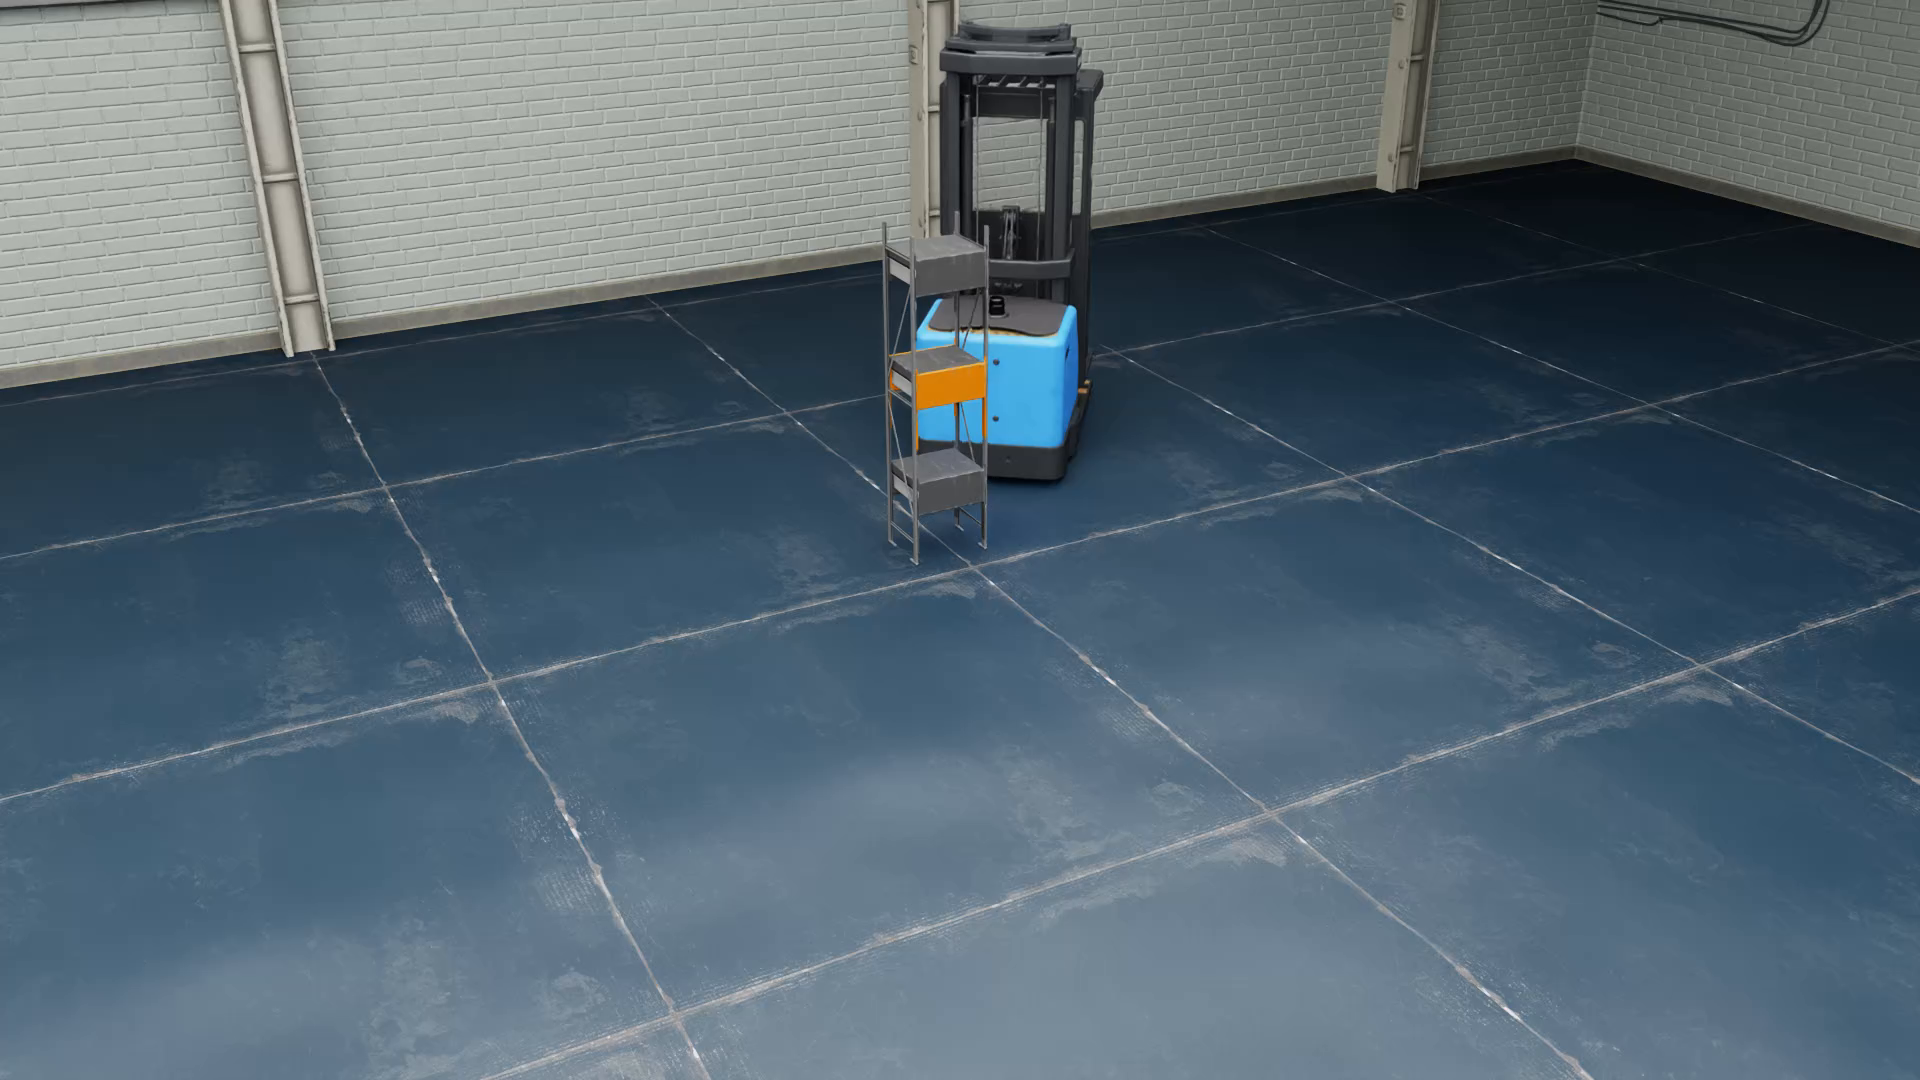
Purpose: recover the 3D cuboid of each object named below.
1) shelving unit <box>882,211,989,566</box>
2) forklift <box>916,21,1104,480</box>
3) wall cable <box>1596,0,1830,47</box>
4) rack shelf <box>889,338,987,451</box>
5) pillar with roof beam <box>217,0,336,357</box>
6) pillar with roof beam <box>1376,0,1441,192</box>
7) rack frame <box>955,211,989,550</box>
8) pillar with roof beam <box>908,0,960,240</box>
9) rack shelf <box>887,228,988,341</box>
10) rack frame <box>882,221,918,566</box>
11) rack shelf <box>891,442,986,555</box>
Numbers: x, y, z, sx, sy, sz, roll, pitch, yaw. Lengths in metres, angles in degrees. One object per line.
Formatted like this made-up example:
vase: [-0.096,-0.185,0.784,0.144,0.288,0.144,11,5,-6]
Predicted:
shelving unit: [-0.146,-0.913,10.225,0.503,2.100,0.431,-13,29,-25]
forklift: [0.439,-2.345,12.248,1.130,2.935,3.031,4,26,9]
wall cable: [8.268,-6.828,18.163,0.112,2.526,3.097,-13,29,-25]
rack shelf: [-0.146,-0.901,10.231,0.480,0.518,0.431,-13,29,-25]
pillar with roof beam: [-3.516,-4.045,8.778,0.400,9.000,9.100,-13,29,-25]
pillar with roof beam: [7.072,-6.489,13.868,0.400,9.000,9.100,-13,29,-25]
rack frame: [0.069,-0.963,10.329,0.015,2.100,0.400,-13,29,-25]
pillar with roof beam: [1.778,-5.267,11.323,0.400,9.000,9.100,-13,29,-25]
rack shelf: [-0.146,-1.532,9.928,0.480,0.518,0.431,-13,29,-25]
rack frame: [-0.361,-0.863,10.122,0.015,2.100,0.400,-13,29,-25]
rack shelf: [-0.146,-0.270,10.534,0.480,0.518,0.431,-13,29,-25]
